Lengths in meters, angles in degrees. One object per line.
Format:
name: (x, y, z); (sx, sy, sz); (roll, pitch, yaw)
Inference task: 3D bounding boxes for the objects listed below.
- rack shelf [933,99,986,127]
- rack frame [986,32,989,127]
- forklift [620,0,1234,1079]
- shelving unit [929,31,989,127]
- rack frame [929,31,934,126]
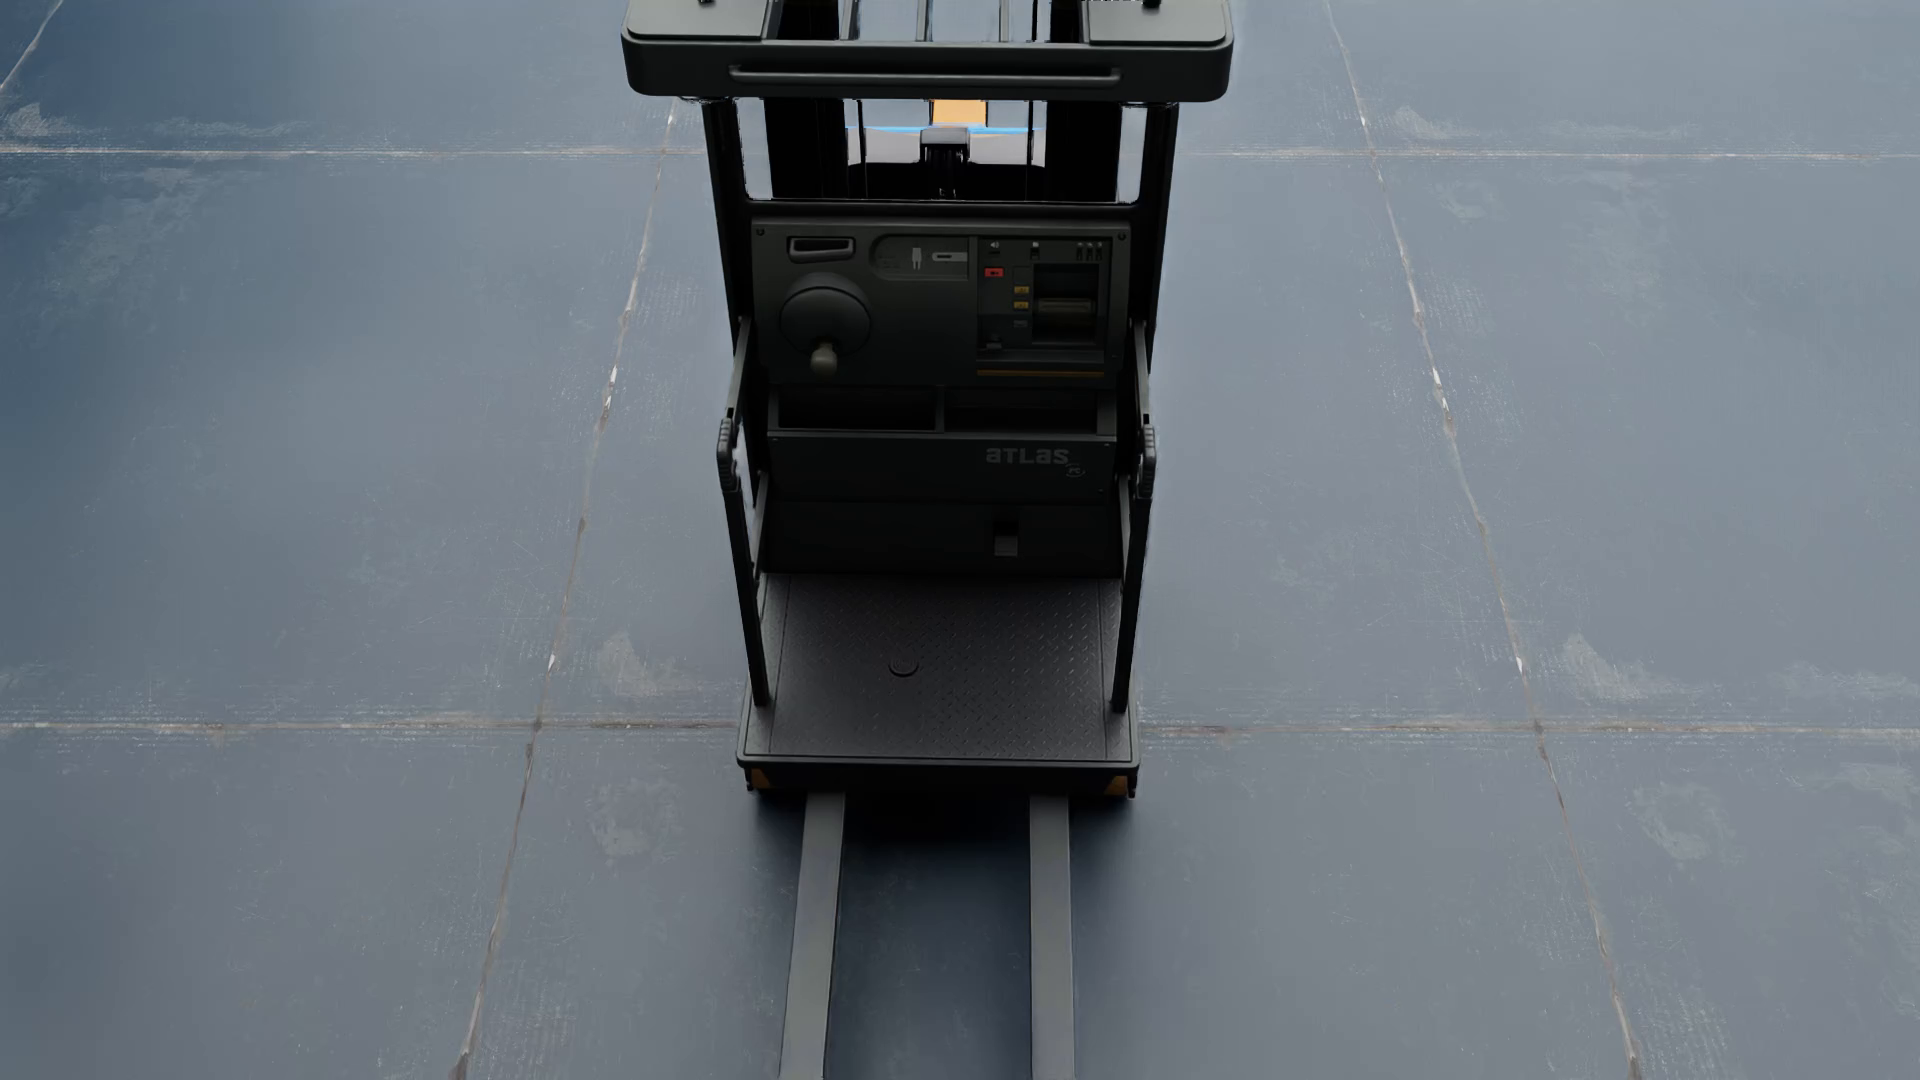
rack shelf: (-0.002, -1.367, 5.522); (0.180, 0.103, 0.258); (1, 45, 1)
rack frame: (0.089, -1.143, 5.745); (0.006, 1.200, 0.240); (1, 45, 1)
forklift: (-0.050, -0.502, 3.971); (1.130, 2.935, 3.031); (1, 47, 1)
shelving unit: (-0.003, -1.145, 5.746); (0.189, 1.200, 0.258); (1, 45, 1)
rack frame: (-0.094, -1.146, 5.747); (0.006, 1.200, 0.240); (1, 45, 1)
